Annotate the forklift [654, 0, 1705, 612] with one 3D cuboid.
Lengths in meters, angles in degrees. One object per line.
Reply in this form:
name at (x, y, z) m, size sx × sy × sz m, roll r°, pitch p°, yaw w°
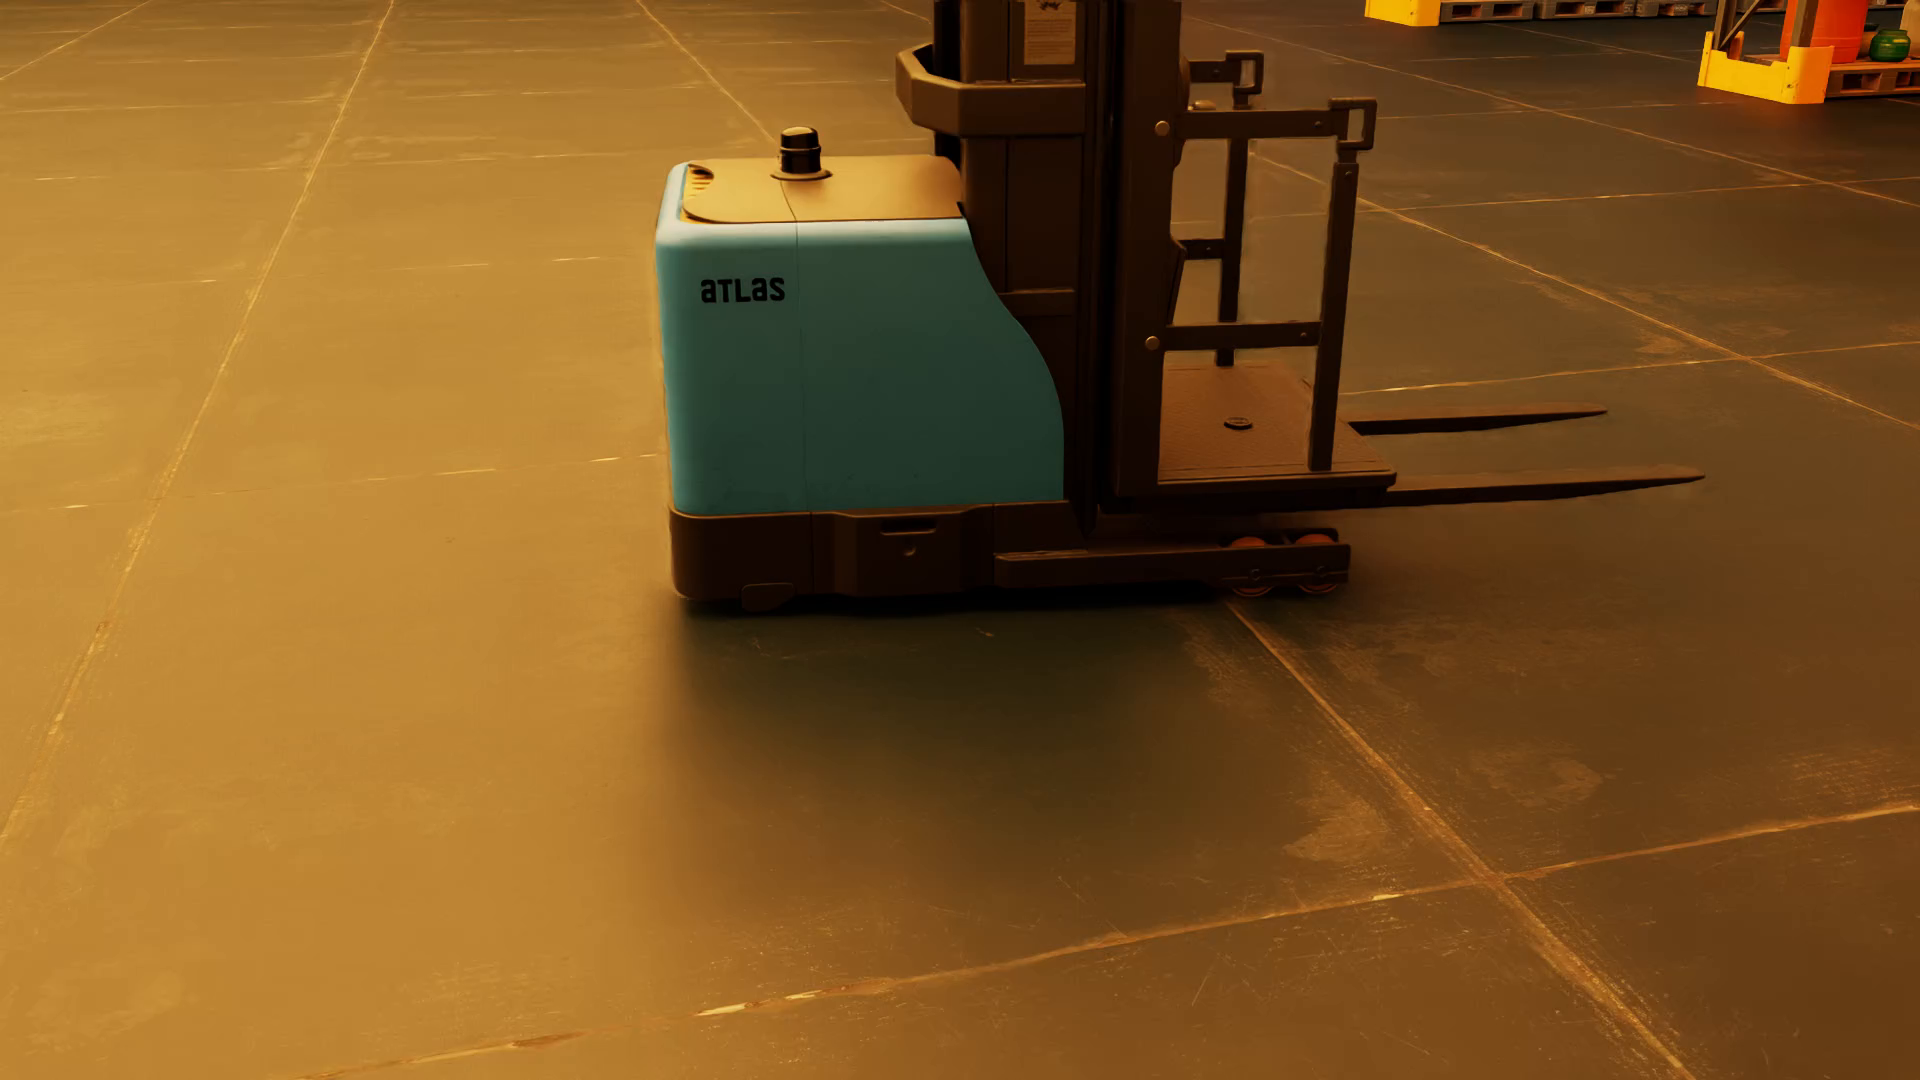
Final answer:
forklift at (0.668, -1.391, 4.578) m, size 3.031 × 2.935 × 1.130 m, roll -3°, pitch 23°, yaw -6°
